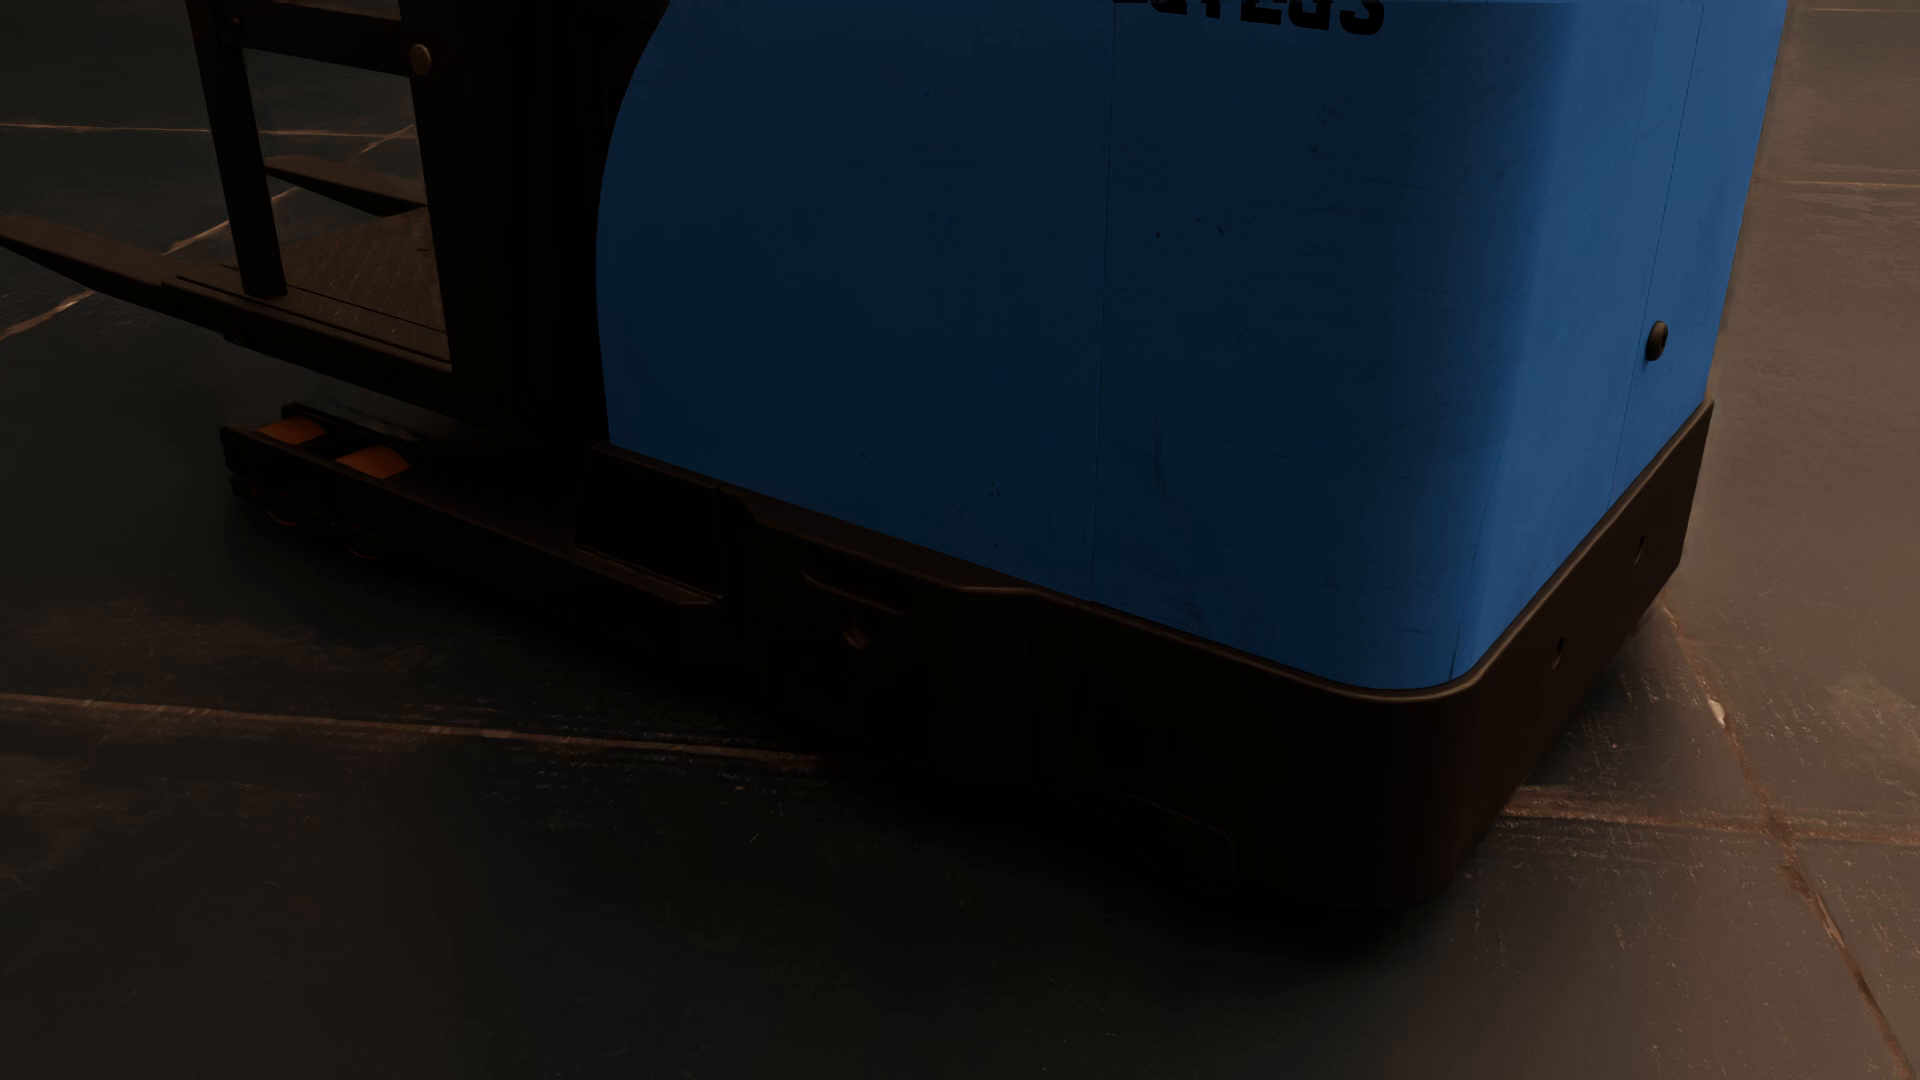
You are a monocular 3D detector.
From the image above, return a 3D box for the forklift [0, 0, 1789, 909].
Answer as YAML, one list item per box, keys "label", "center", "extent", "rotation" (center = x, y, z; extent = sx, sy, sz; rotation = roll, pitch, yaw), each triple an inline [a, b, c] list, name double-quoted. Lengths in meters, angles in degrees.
- label: "forklift"
  center: [-0.498, -1.453, 2.130]
  extent: [3.031, 2.935, 1.130]
  rotation: [18, 32, 32]
